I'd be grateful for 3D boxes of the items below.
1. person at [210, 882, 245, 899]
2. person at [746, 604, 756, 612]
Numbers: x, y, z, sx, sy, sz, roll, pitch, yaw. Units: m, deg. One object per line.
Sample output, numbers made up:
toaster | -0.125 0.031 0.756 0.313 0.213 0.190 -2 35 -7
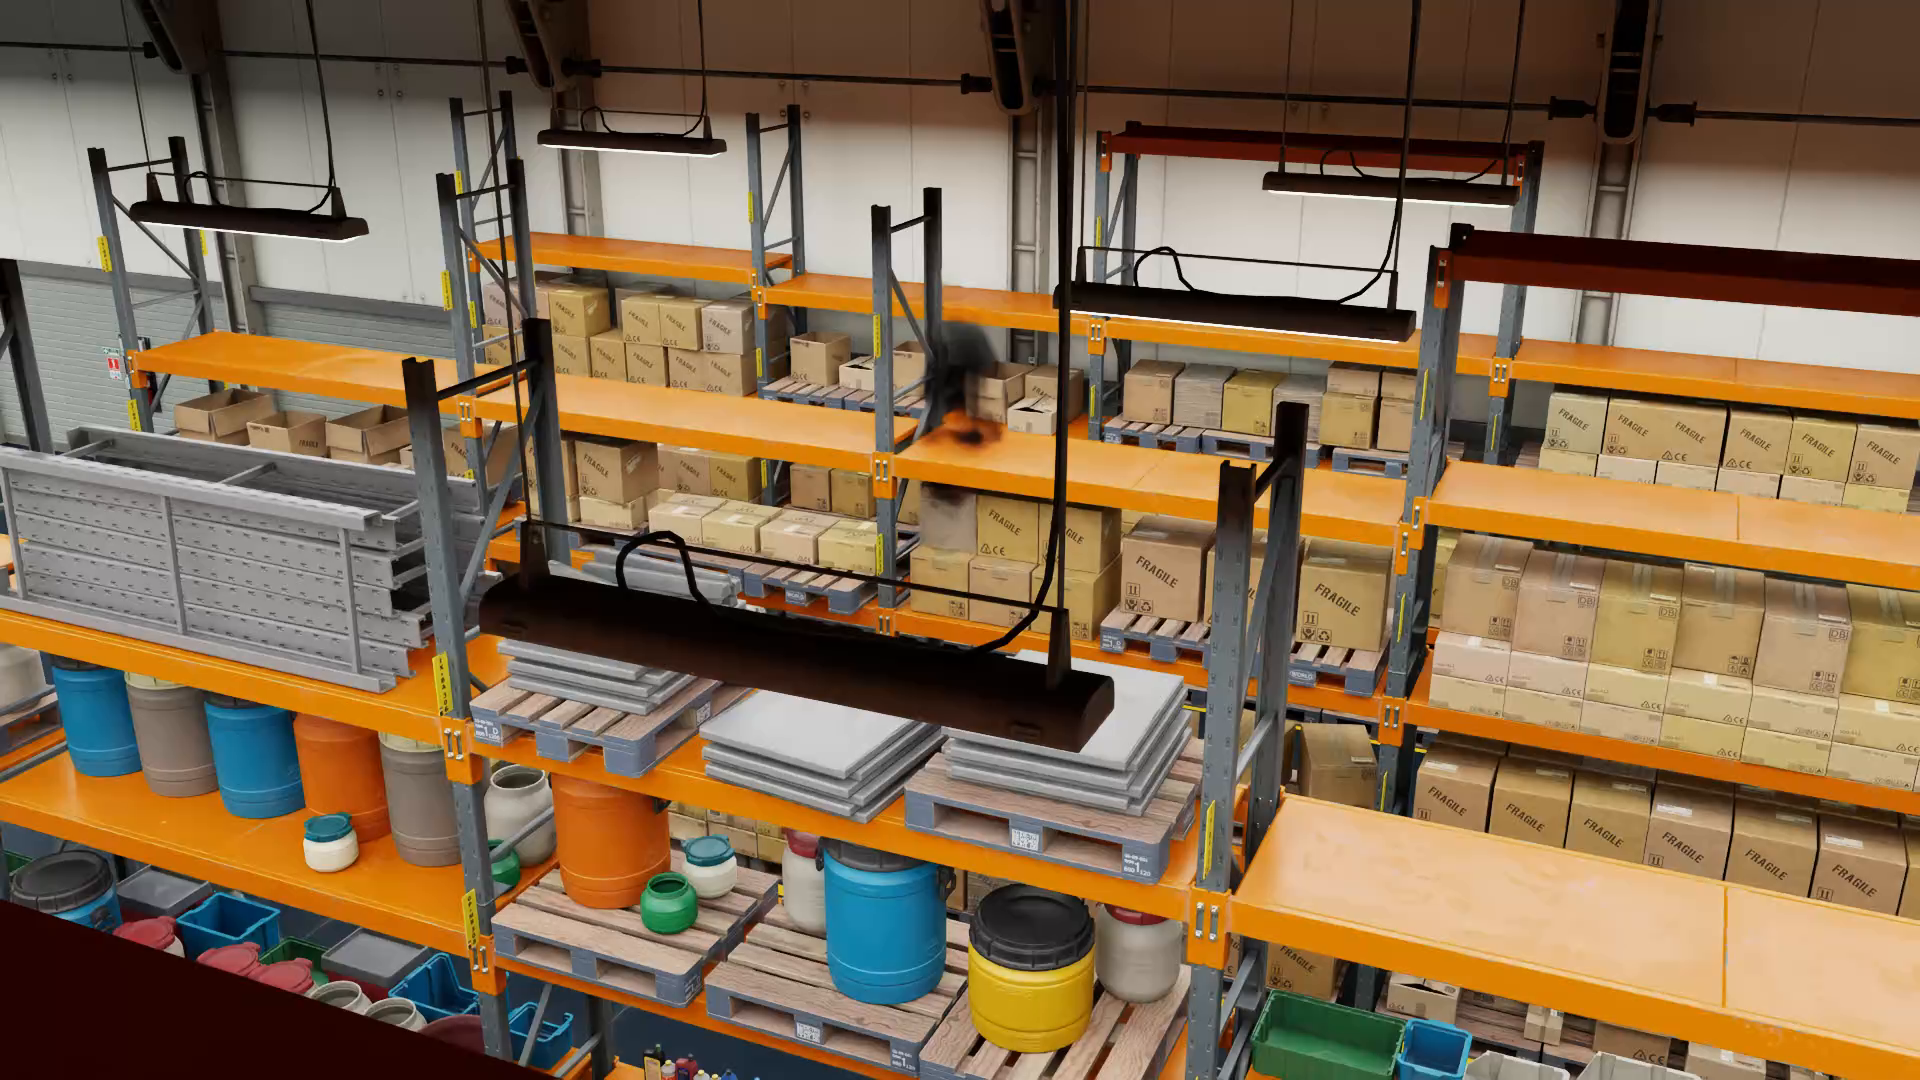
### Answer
person | -5.825 2.656 13.227 0.729 1.741 0.615 11 23 28
person | -2.509 0.897 18.088 0.891 1.572 0.694 -1 21 -4
